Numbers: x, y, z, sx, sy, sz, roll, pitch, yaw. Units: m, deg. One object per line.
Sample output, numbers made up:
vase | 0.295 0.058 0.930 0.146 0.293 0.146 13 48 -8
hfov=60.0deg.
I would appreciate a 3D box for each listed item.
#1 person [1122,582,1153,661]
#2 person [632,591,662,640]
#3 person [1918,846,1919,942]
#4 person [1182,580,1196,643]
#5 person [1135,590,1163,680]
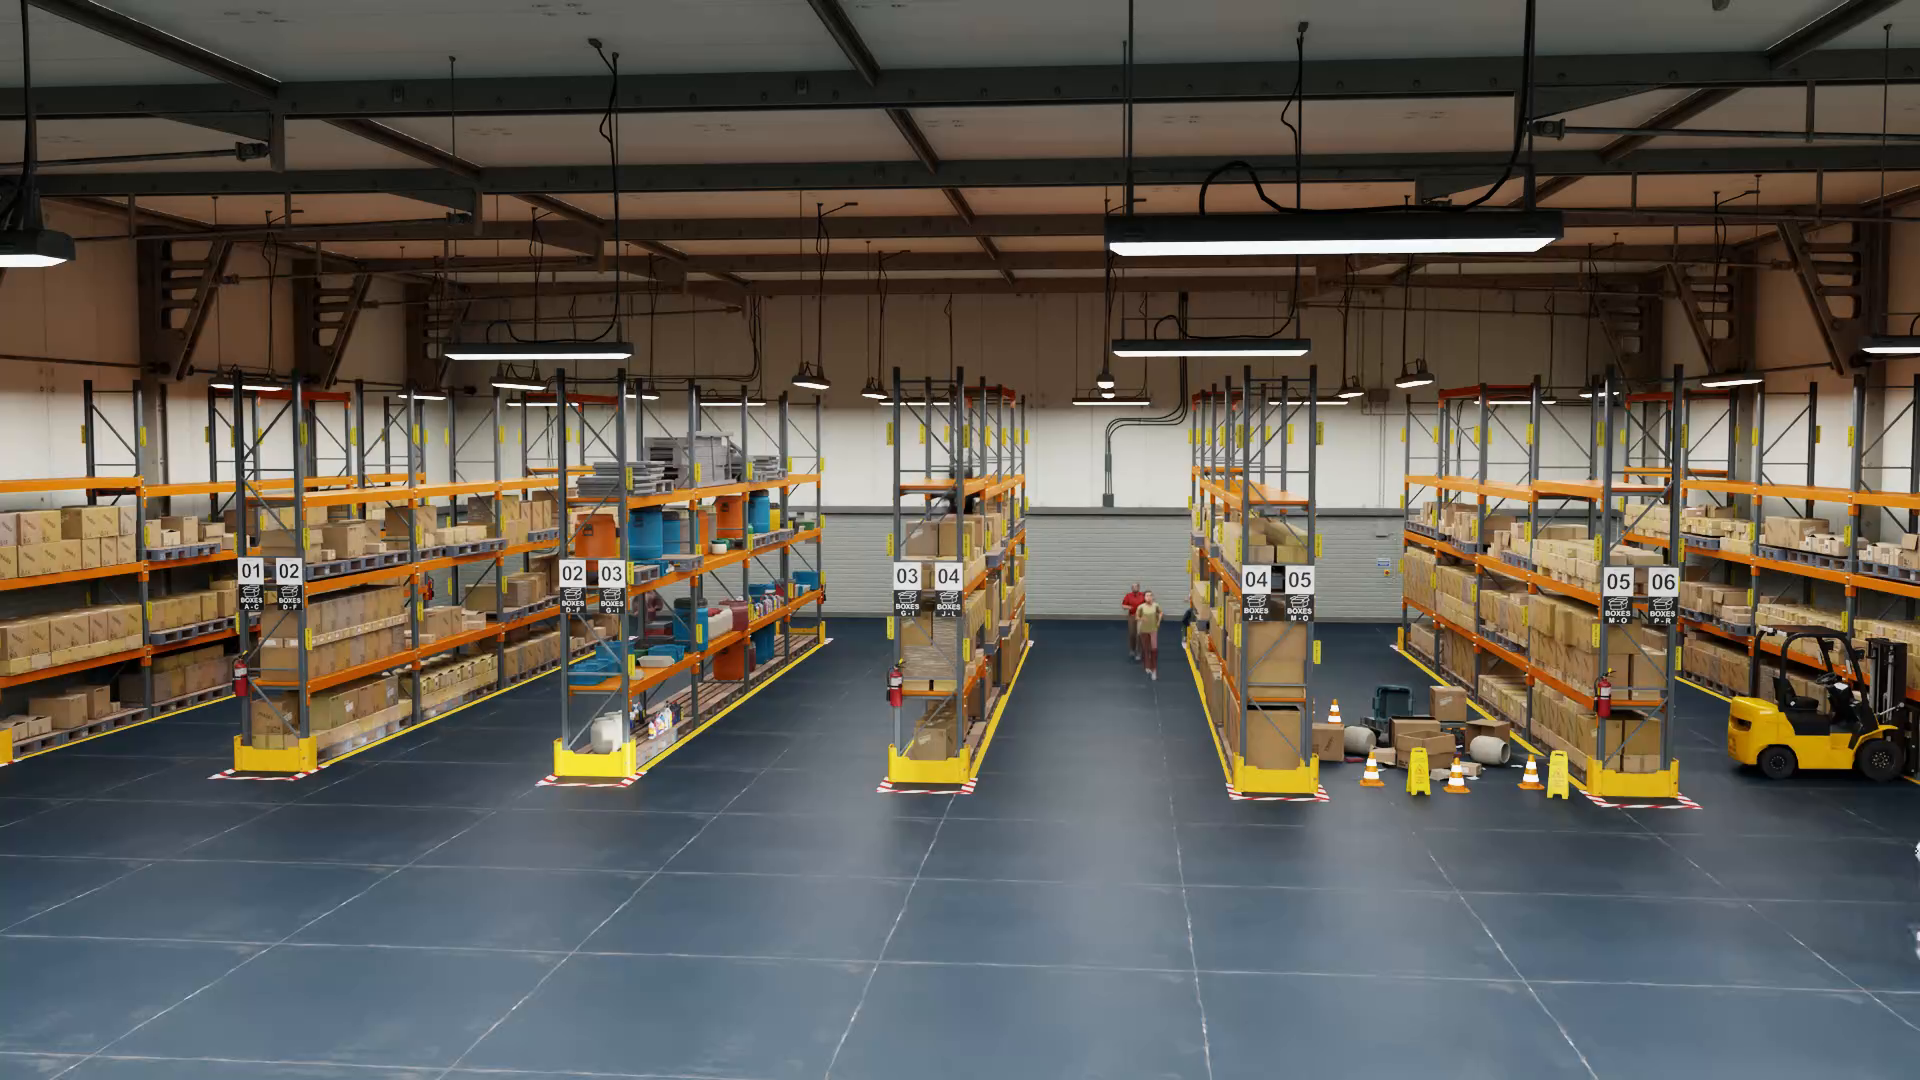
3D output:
person | 3.984 1.834 37.385 0.673 1.792 0.914 1 4 14
person | -6.947 1.810 36.869 0.704 1.801 1.047 0 4 -3
person | 9.214 3.185 15.282 0.704 1.732 0.612 -3 5 -44
person | 5.738 1.721 40.386 0.706 1.630 0.528 -1 4 -14
person | 3.730 1.867 32.814 0.556 1.763 0.691 0 4 3
